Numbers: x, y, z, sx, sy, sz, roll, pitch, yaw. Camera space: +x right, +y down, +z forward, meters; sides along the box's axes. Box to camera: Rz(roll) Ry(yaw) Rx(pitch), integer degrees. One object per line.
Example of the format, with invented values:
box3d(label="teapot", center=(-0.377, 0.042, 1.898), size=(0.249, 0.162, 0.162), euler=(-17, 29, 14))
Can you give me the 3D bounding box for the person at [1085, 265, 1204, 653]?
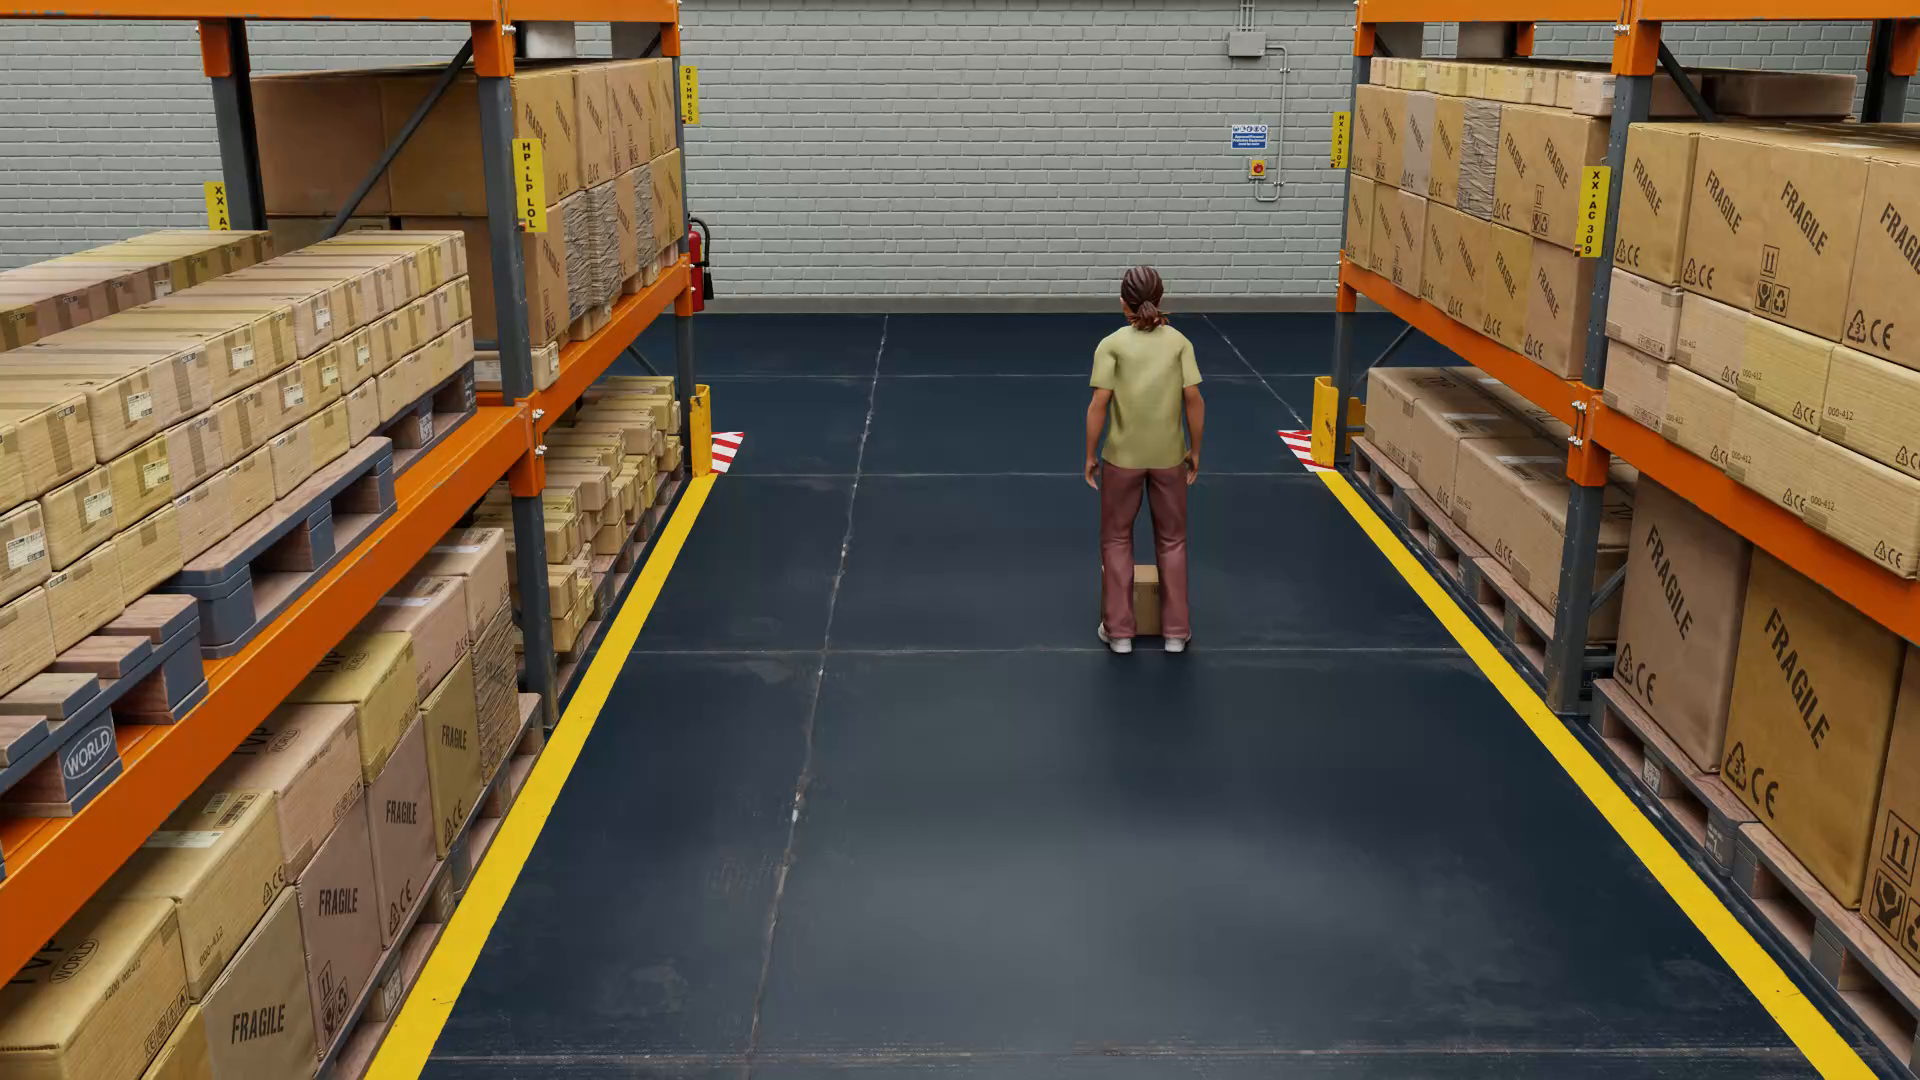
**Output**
box3d(label="person", center=(0.786, -0.334, 7.130), size=(0.521, 1.672, 0.363), euler=(-1, 17, -4))
